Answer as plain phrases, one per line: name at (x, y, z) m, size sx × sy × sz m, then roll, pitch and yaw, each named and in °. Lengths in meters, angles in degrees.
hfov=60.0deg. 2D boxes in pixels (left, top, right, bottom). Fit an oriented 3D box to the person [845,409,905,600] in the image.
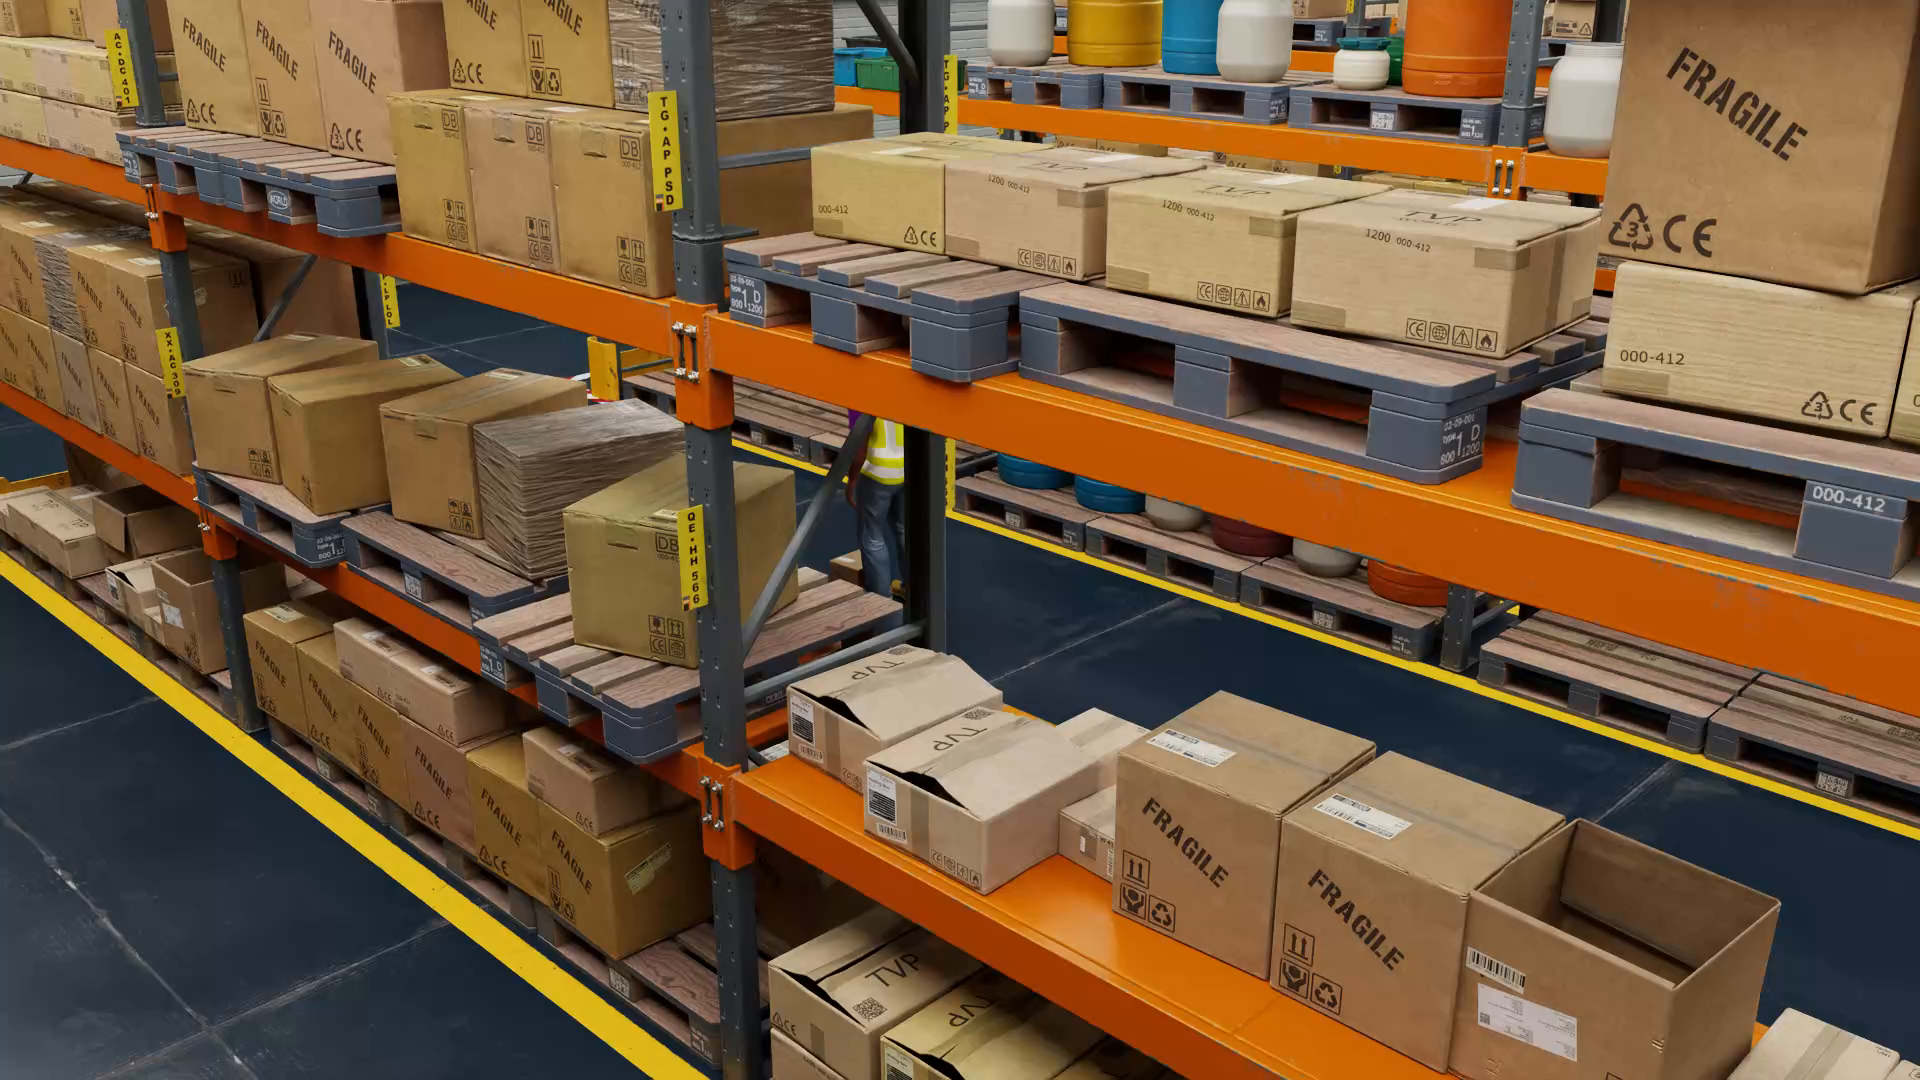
person at (-0.441, -0.418, 9.673) m, size 0.462 × 1.759 × 0.623 m, roll 17°, pitch 27°, yaw 39°
